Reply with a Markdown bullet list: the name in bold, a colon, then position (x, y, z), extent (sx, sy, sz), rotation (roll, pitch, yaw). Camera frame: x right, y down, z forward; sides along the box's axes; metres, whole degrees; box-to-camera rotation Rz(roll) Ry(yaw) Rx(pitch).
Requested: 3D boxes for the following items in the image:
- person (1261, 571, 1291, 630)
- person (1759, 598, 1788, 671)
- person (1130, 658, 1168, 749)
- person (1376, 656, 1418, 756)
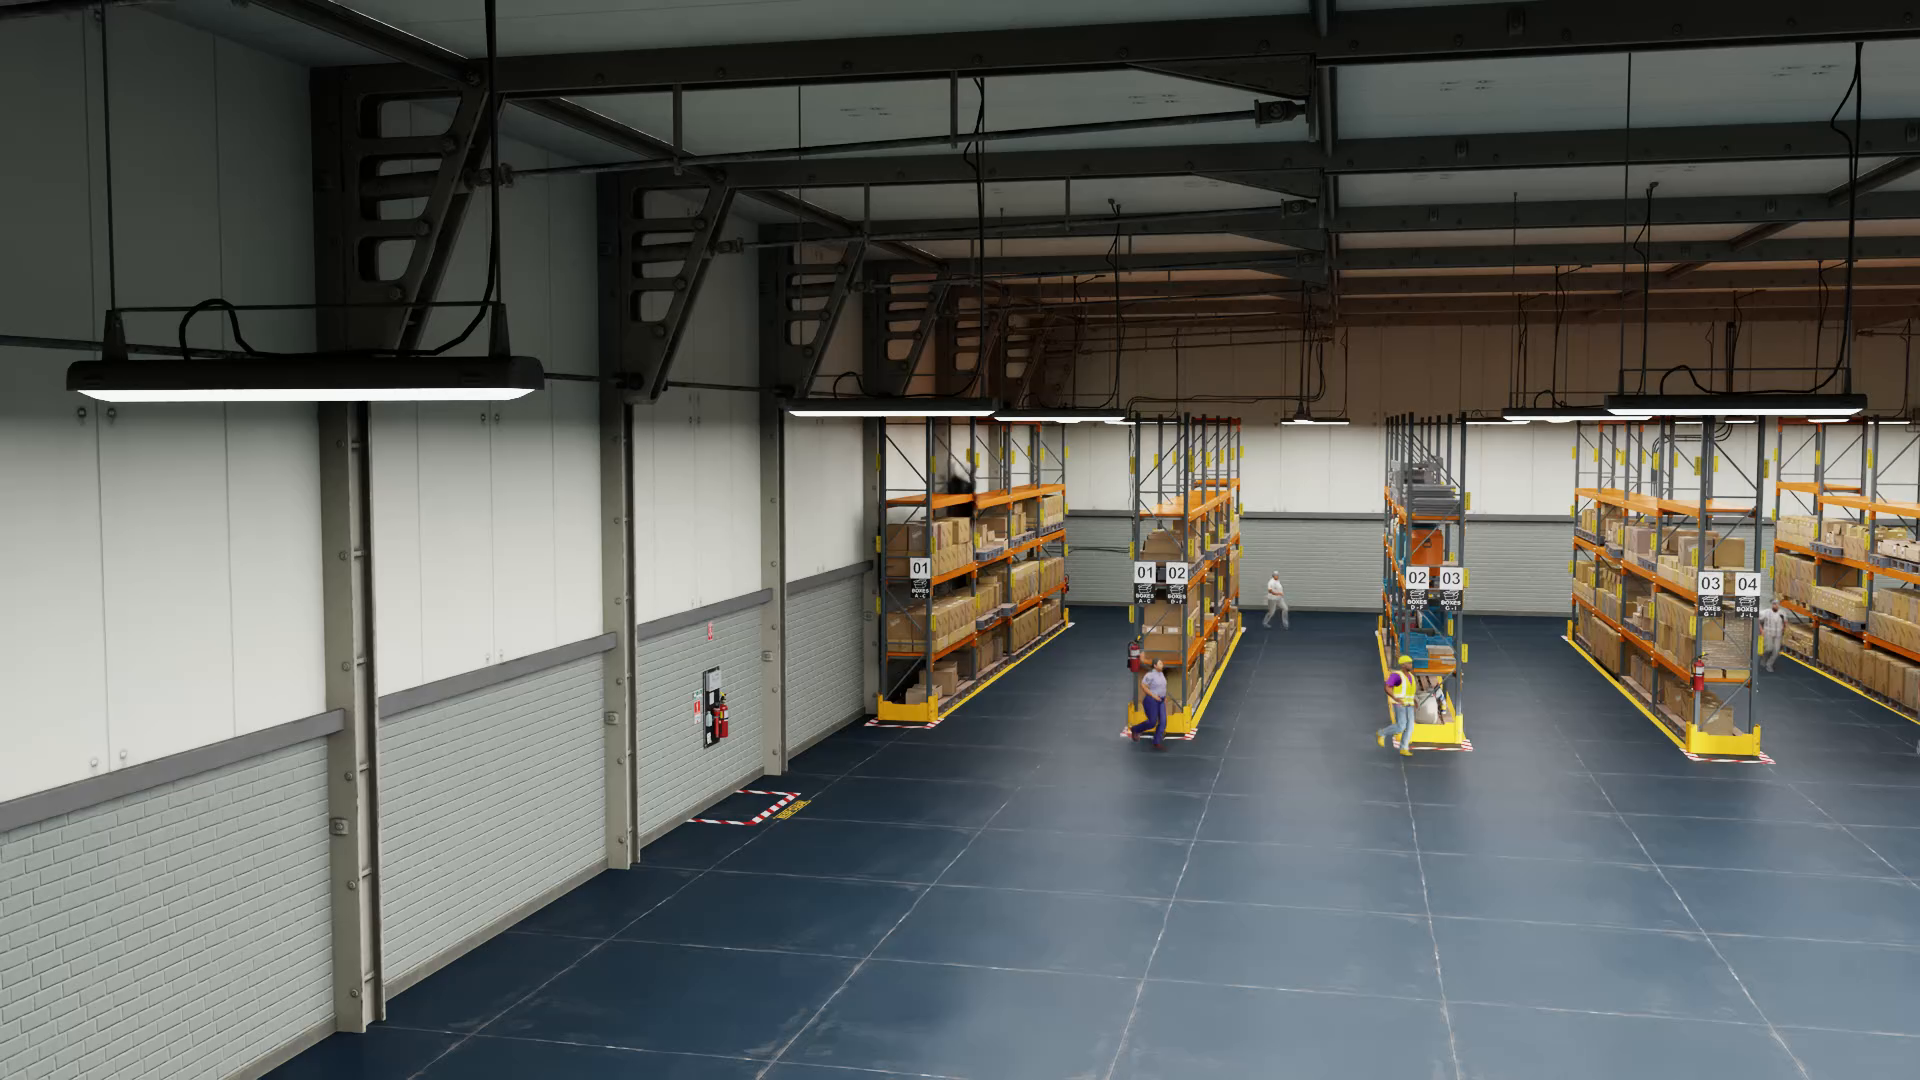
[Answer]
- **person**: position (8.930, 1.720, 47.104), extent (0.786, 1.701, 0.578), rotation (4, 5, 43)
- **person**: position (19.095, 2.220, 39.022), extent (0.670, 1.737, 0.577), rotation (1, 4, 8)
- **person**: position (3.489, 2.914, 29.818), extent (0.716, 1.599, 0.654), rotation (4, 5, 43)
- **person**: position (7.796, 2.891, 29.241), extent (0.758, 1.711, 0.787), rotation (-3, 5, -37)
